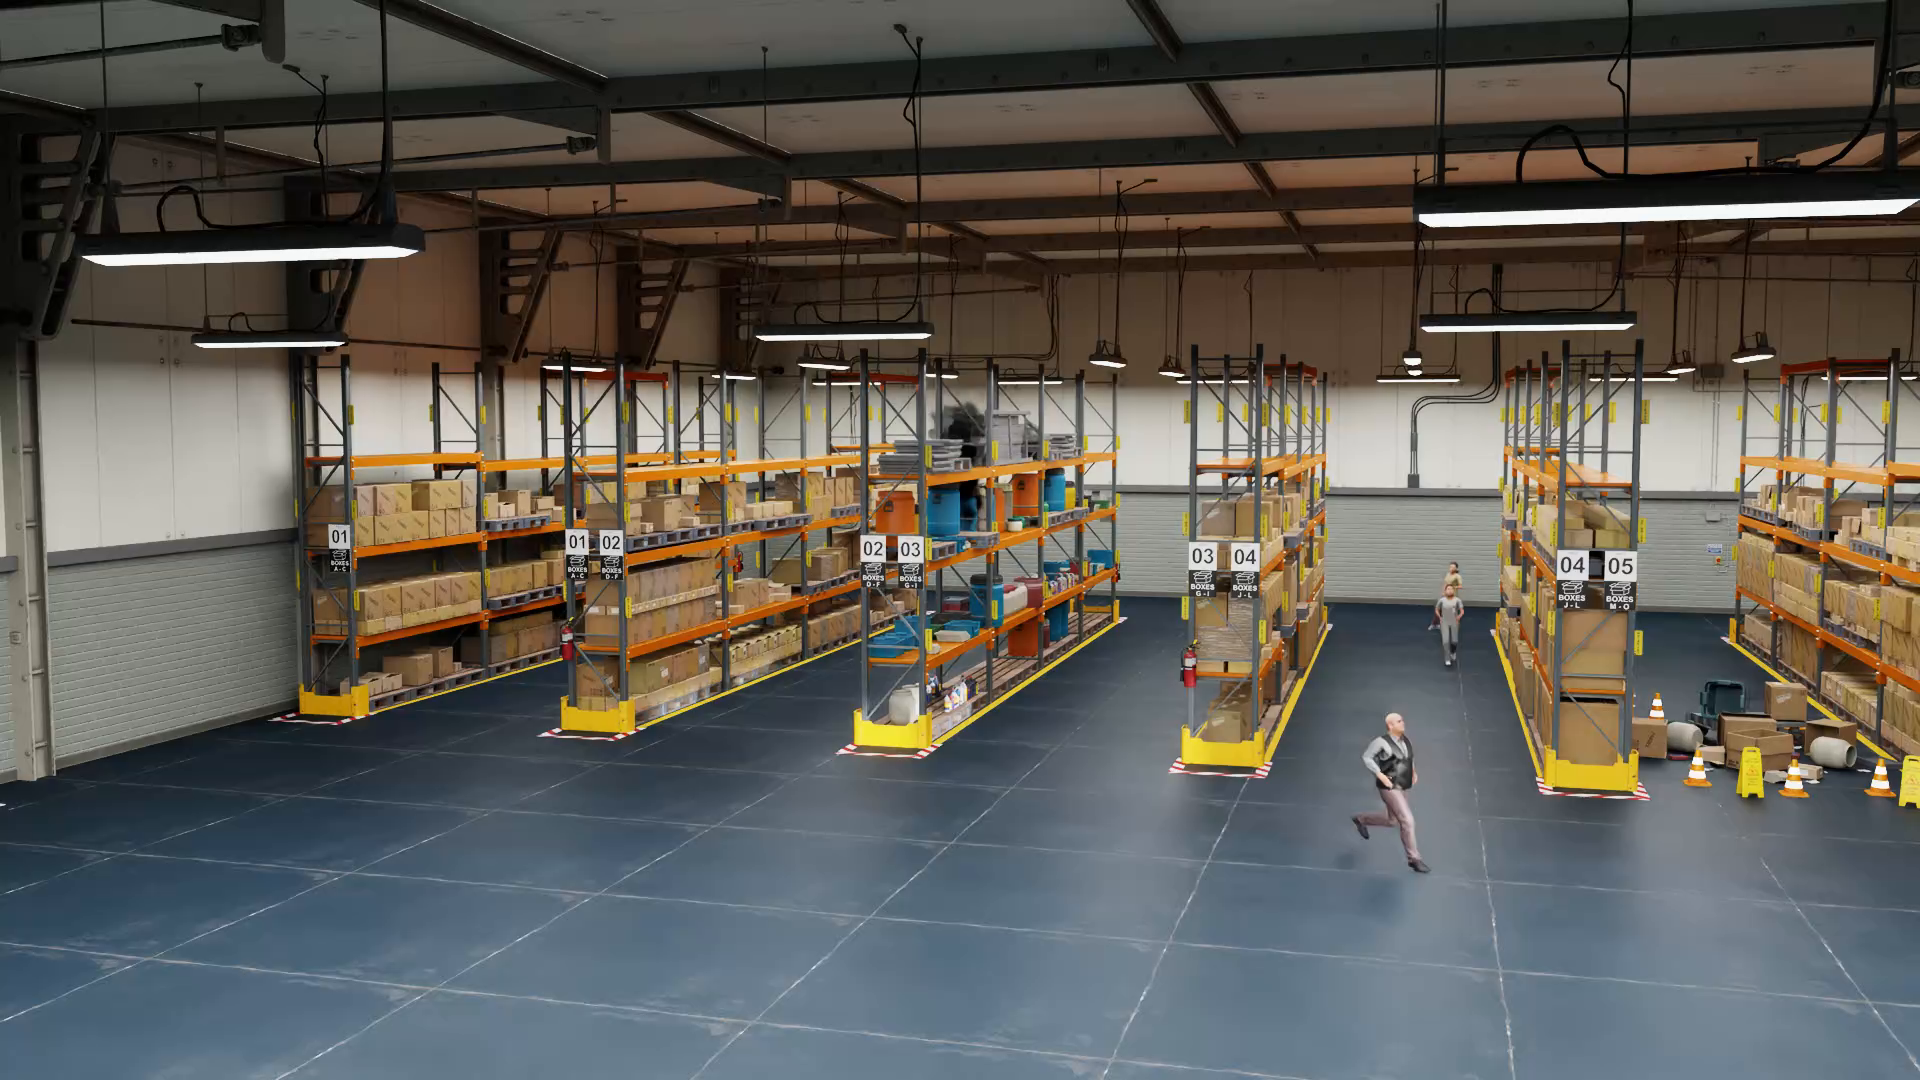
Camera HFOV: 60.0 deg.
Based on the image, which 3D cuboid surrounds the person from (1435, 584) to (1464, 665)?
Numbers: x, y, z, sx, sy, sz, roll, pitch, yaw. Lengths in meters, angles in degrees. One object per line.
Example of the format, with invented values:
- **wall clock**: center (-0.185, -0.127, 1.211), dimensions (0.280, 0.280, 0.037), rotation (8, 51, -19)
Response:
- **person**: center (9.798, 1.692, 33.312), dimensions (0.561, 1.620, 0.588), rotation (1, 4, 16)

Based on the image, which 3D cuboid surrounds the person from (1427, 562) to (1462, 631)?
- **person**: center (11.304, 1.329, 38.546), dimensions (0.564, 1.623, 0.755), rotation (-4, 6, -42)

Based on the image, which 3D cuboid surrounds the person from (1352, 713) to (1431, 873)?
- **person**: center (4.826, 2.780, 18.582), dimensions (0.632, 1.718, 1.077), rotation (-4, 6, -45)
